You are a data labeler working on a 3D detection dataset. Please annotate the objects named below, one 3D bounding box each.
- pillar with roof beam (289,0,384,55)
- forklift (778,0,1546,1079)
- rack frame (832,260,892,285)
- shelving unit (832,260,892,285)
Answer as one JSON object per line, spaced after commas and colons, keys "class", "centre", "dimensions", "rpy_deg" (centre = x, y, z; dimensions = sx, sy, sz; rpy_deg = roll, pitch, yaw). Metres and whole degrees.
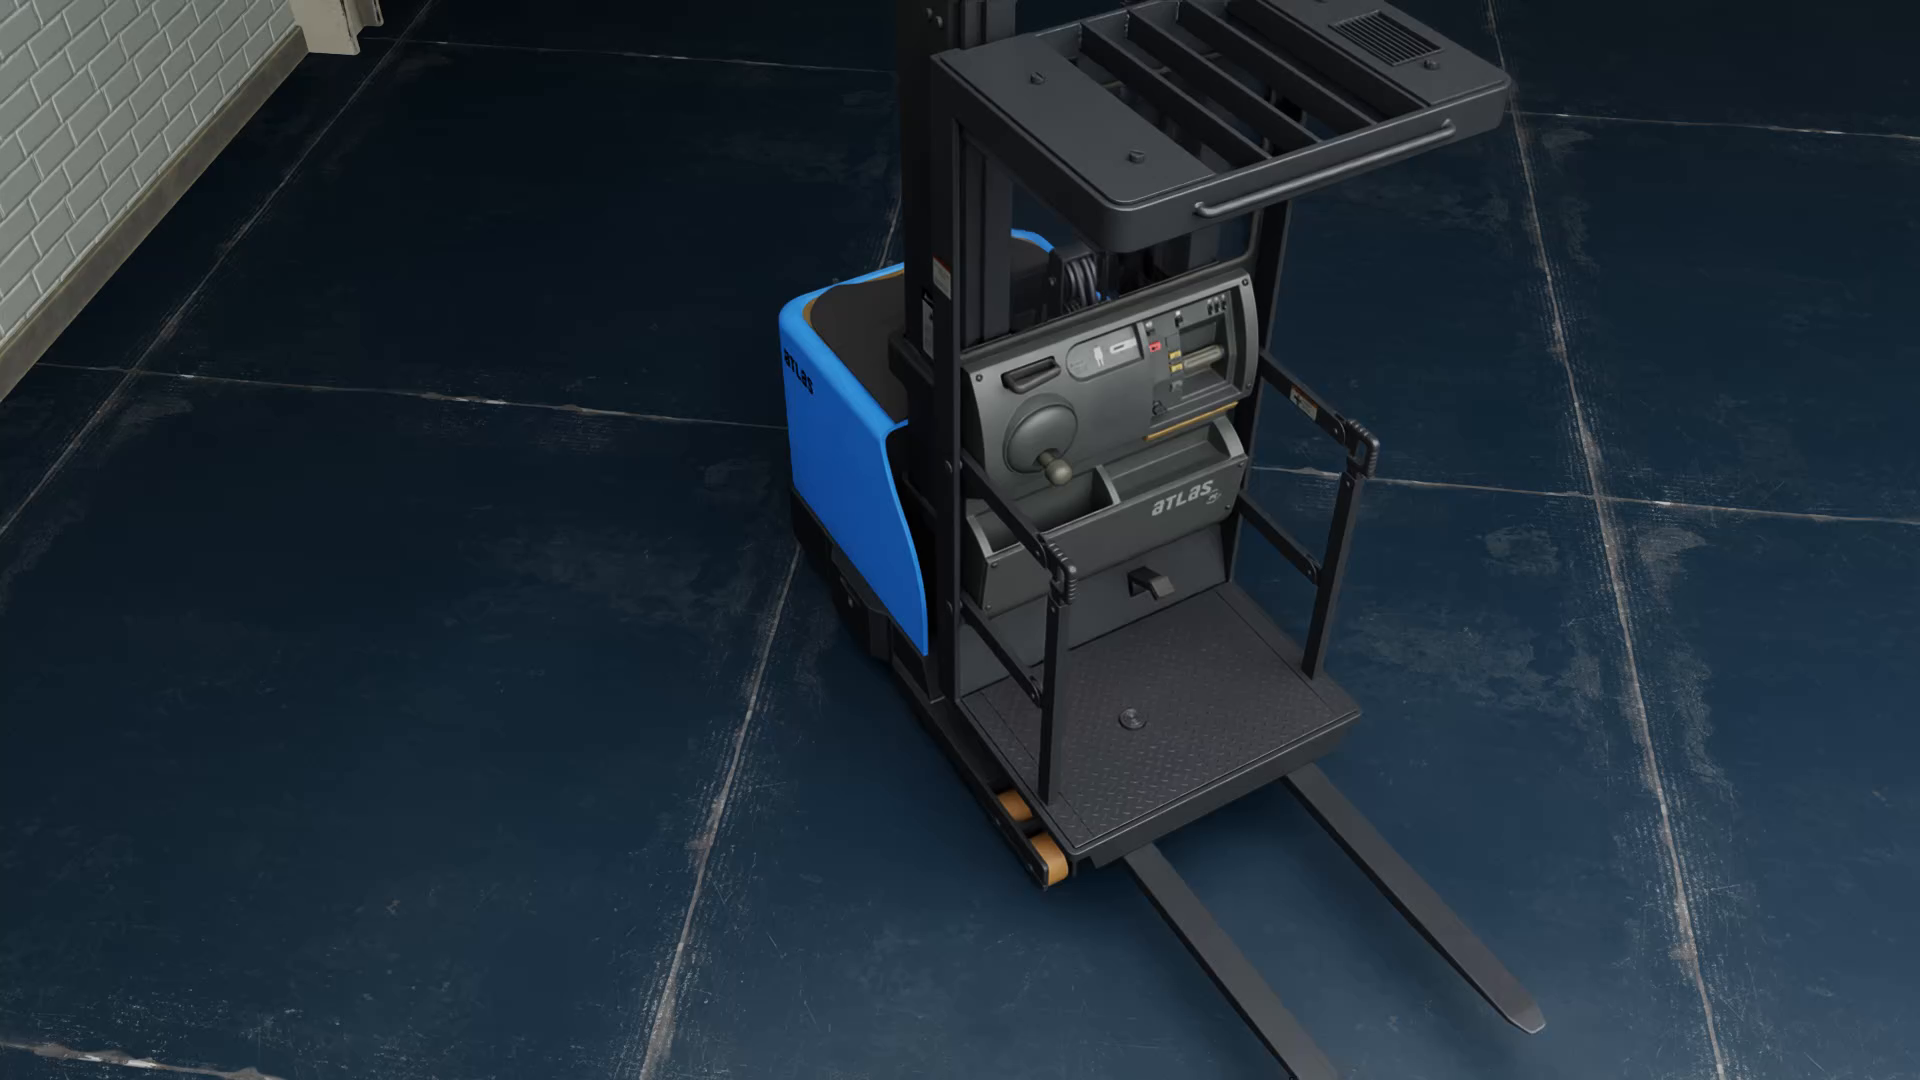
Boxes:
{"class": "pillar with roof beam", "centre": [0.863, -5.659, 5.682], "dimensions": [9.100, 9.000, 0.400], "rpy_deg": [5, 44, 6]}
{"class": "forklift", "centre": [0.552, -0.366, 4.505], "dimensions": [1.130, 2.935, 3.031], "rpy_deg": [-22, 48, -21]}
{"class": "rack frame", "centre": [-0.350, -0.642, 6.273], "dimensions": [0.240, 0.900, 0.006], "rpy_deg": [-22, 48, -21]}
{"class": "shelving unit", "centre": [-0.299, -0.581, 6.210], "dimensions": [0.258, 0.900, 0.210], "rpy_deg": [-22, 48, -21]}
